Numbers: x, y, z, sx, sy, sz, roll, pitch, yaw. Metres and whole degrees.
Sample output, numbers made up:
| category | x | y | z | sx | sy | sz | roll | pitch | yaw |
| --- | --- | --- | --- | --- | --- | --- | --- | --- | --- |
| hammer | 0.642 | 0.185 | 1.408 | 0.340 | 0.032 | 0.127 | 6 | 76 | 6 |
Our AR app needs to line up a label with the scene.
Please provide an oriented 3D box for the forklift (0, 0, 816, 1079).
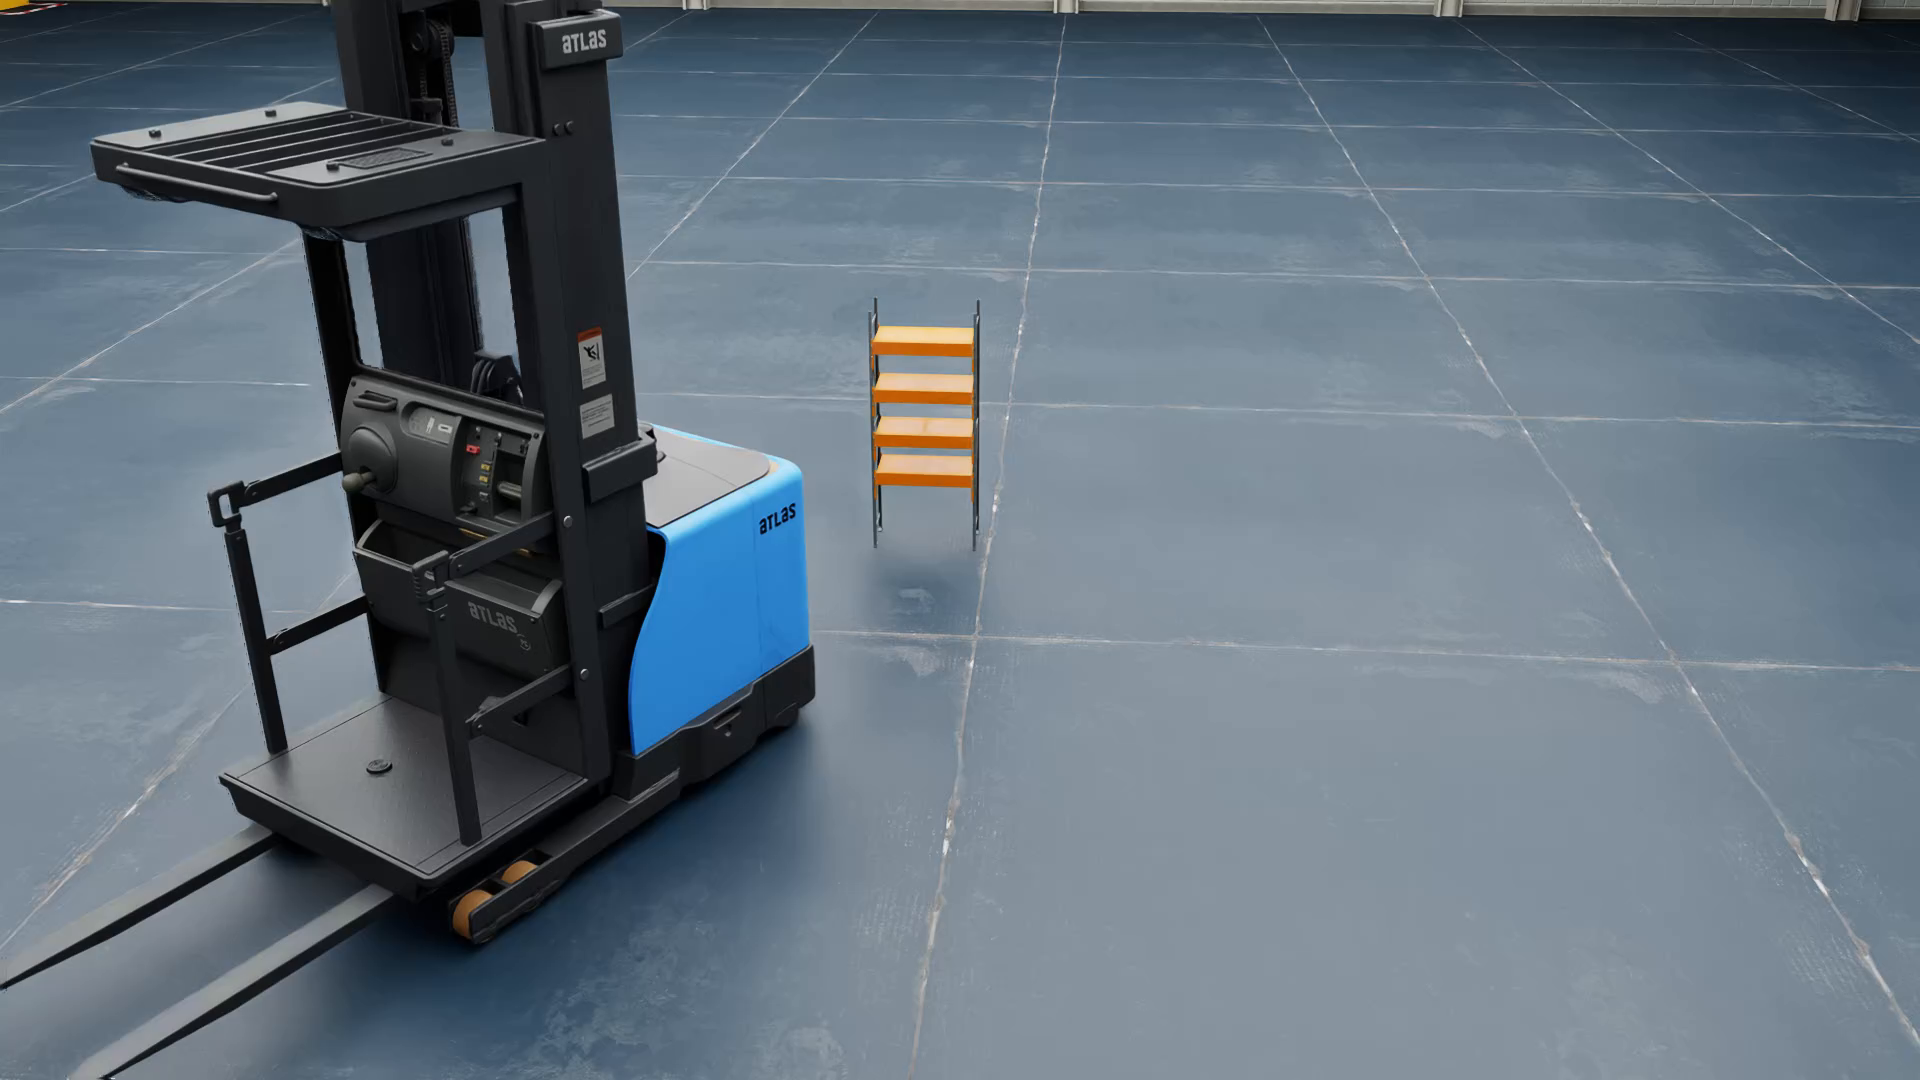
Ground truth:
| category | x | y | z | sx | sy | sz | roll | pitch | yaw |
| --- | --- | --- | --- | --- | --- | --- | --- | --- | --- |
| forklift | -1.820 | -0.250 | 5.286 | 1.130 | 2.935 | 3.031 | 16 | 29 | 30 |

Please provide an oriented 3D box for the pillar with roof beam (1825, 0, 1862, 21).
| category | x | y | z | sx | sy | sz | roll | pitch | yaw |
| --- | --- | --- | --- | --- | --- | --- | --- | --- | --- |
| pillar with roof beam | 13.336 | -10.369 | 20.018 | 0.400 | 9.000 | 9.100 | 2 | 25 | 4 |

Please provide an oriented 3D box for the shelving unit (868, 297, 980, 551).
| category | x | y | z | sx | sy | sz | roll | pitch | yaw |
| --- | --- | --- | --- | --- | --- | --- | --- | --- | --- |
| shelving unit | -0.165 | -0.550 | 8.011 | 0.503 | 1.200 | 0.258 | 2 | 25 | 4 |

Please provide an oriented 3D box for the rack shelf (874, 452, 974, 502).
| category | x | y | z | sx | sy | sz | roll | pitch | yaw |
| --- | --- | --- | --- | --- | --- | --- | --- | --- | --- |
| rack shelf | -0.165 | -0.309 | 8.122 | 0.480 | 0.148 | 0.258 | 2 | 25 | 4 |

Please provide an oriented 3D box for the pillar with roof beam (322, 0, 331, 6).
| category | x | y | z | sx | sy | sz | roll | pitch | yaw |
| --- | --- | --- | --- | --- | --- | --- | --- | --- | --- |
| pillar with roof beam | -10.594 | -11.137 | 21.687 | 0.400 | 9.000 | 9.100 | 2 | 25 | 4 |

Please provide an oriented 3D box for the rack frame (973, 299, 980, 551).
| category | x | y | z | sx | sy | sz | roll | pitch | yaw |
| --- | --- | --- | --- | --- | --- | --- | --- | --- | --- |
| rack frame | 0.078 | -0.543 | 7.994 | 0.015 | 1.200 | 0.240 | 2 | 25 | 4 |

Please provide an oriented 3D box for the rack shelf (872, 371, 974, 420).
| category | x | y | z | sx | sy | sz | roll | pitch | yaw |
| --- | --- | --- | --- | --- | --- | --- | --- | --- | --- |
| rack shelf | -0.165 | -0.692 | 7.945 | 0.480 | 0.148 | 0.258 | 2 | 25 | 4 |

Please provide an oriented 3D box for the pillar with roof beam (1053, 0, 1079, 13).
| category | x | y | z | sx | sy | sz | roll | pitch | yaw |
| --- | --- | --- | --- | --- | --- | --- | --- | --- | --- |
| pillar with roof beam | 1.371 | -10.753 | 20.853 | 0.400 | 9.000 | 9.100 | 2 | 25 | 4 |

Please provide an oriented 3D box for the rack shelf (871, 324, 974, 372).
| category | x | y | z | sx | sy | sz | roll | pitch | yaw |
| --- | --- | --- | --- | --- | --- | --- | --- | --- | --- |
| rack shelf | -0.165 | -0.907 | 7.846 | 0.480 | 0.148 | 0.258 | 2 | 25 | 4 |

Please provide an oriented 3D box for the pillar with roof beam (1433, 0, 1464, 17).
| category | x | y | z | sx | sy | sz | roll | pitch | yaw |
| --- | --- | --- | --- | --- | --- | --- | --- | --- | --- |
| pillar with roof beam | 7.353 | -10.561 | 20.436 | 0.400 | 9.000 | 9.100 | 2 | 25 | 4 |

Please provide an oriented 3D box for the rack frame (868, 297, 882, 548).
| category | x | y | z | sx | sy | sz | roll | pitch | yaw |
| --- | --- | --- | --- | --- | --- | --- | --- | --- | --- |
| rack frame | -0.408 | -0.558 | 8.028 | 0.015 | 1.200 | 0.240 | 2 | 25 | 4 |

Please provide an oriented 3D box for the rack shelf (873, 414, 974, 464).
| category | x | y | z | sx | sy | sz | roll | pitch | yaw |
| --- | --- | --- | --- | --- | --- | --- | --- | --- | --- |
| rack shelf | -0.165 | -0.489 | 8.039 | 0.480 | 0.148 | 0.258 | 2 | 25 | 4 |

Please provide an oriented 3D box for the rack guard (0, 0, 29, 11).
| category | x | y | z | sx | sy | sz | roll | pitch | yaw |
| --- | --- | --- | --- | --- | --- | --- | --- | --- | --- |
| rack guard | -15.597 | -8.863 | 26.914 | 0.348 | 0.500 | 1.175 | 2 | 25 | 4 |

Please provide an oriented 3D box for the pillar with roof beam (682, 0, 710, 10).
| category | x | y | z | sx | sy | sz | roll | pitch | yaw |
| --- | --- | --- | --- | --- | --- | --- | --- | --- | --- |
| pillar with roof beam | -4.611 | -10.945 | 21.270 | 0.400 | 9.000 | 9.100 | 2 | 25 | 4 |
